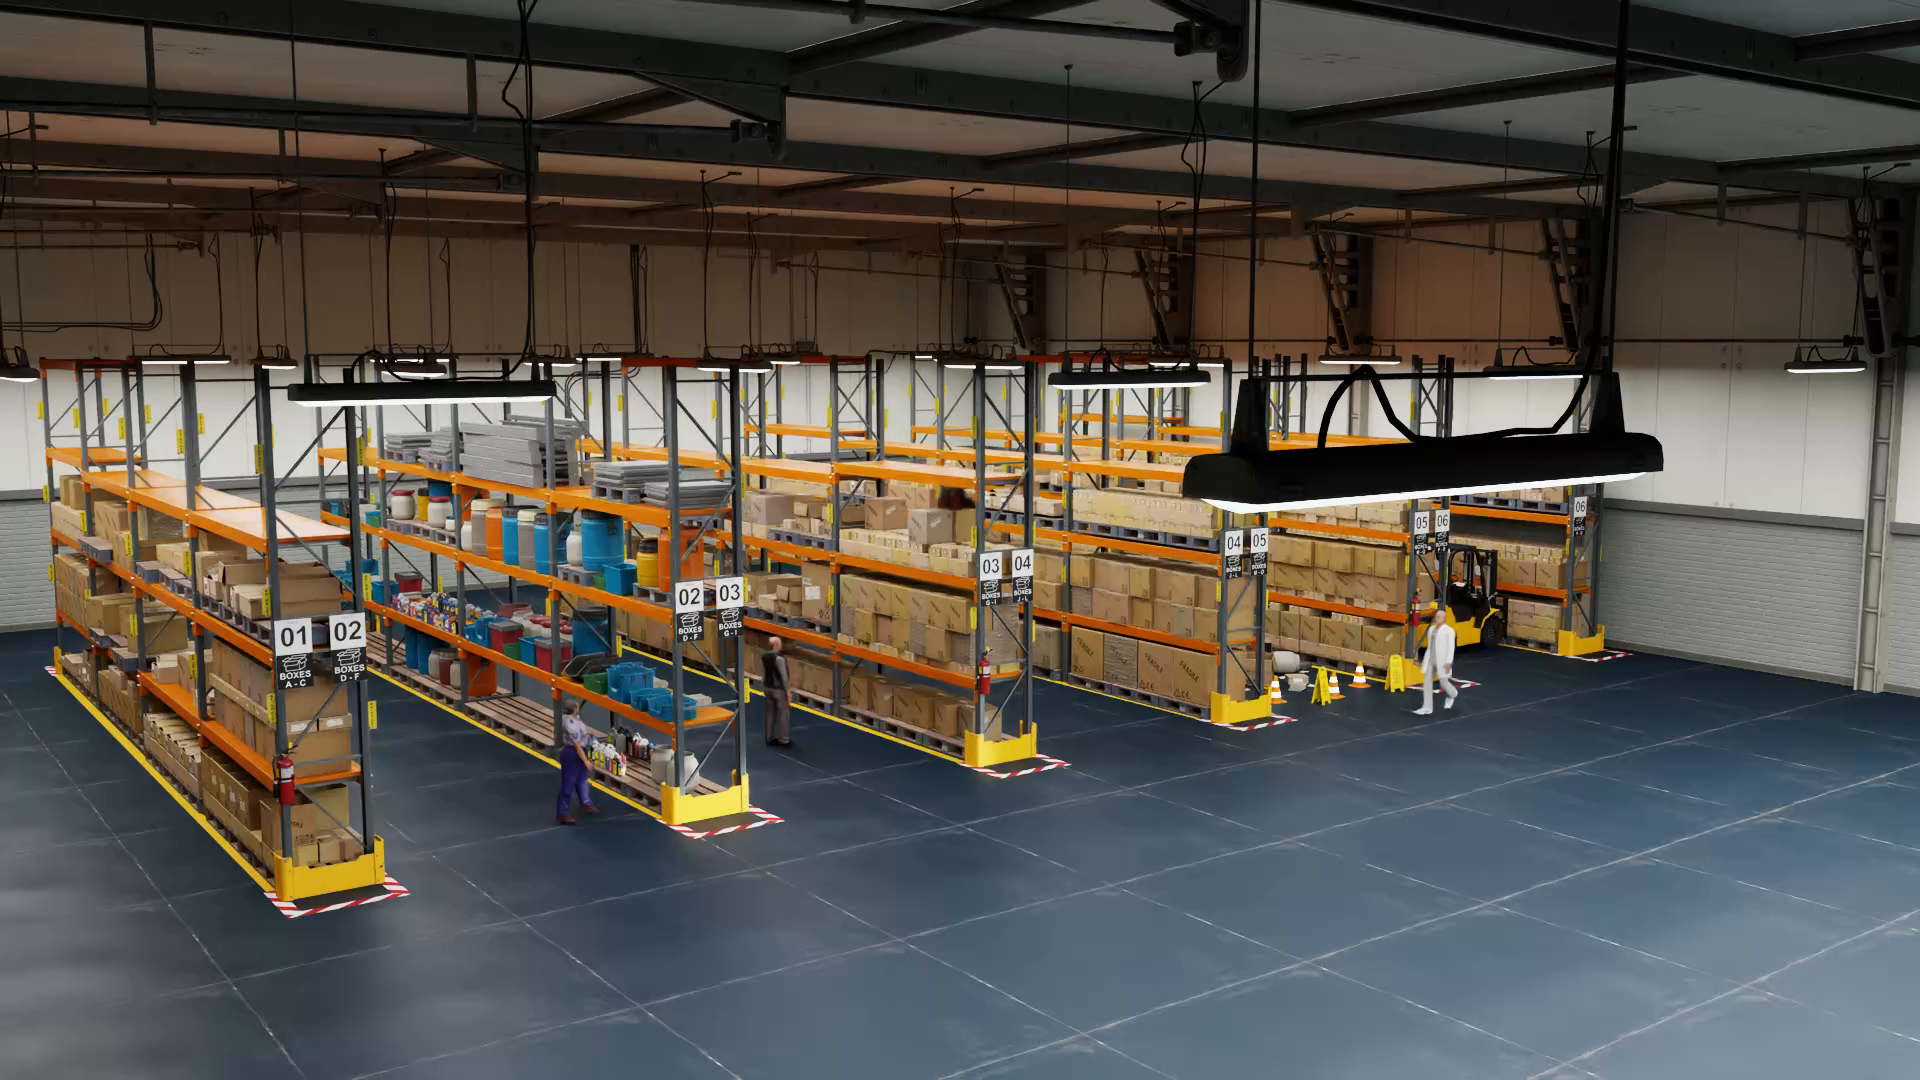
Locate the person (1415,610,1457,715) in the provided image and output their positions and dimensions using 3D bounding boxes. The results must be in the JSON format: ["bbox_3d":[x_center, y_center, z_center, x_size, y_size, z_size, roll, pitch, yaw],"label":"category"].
[{"bbox_3d":[8.151,2.070,28.285,0.561,1.754,0.952,5,9,37],"label":"person"}]

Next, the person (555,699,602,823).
[{"bbox_3d":[-5.077,2.901,22.047,0.581,1.650,0.654,-1,7,-9],"label":"person"}]

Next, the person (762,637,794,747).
[{"bbox_3d":[-2.814,2.354,25.961,0.599,1.721,0.407,7,10,44],"label":"person"}]
